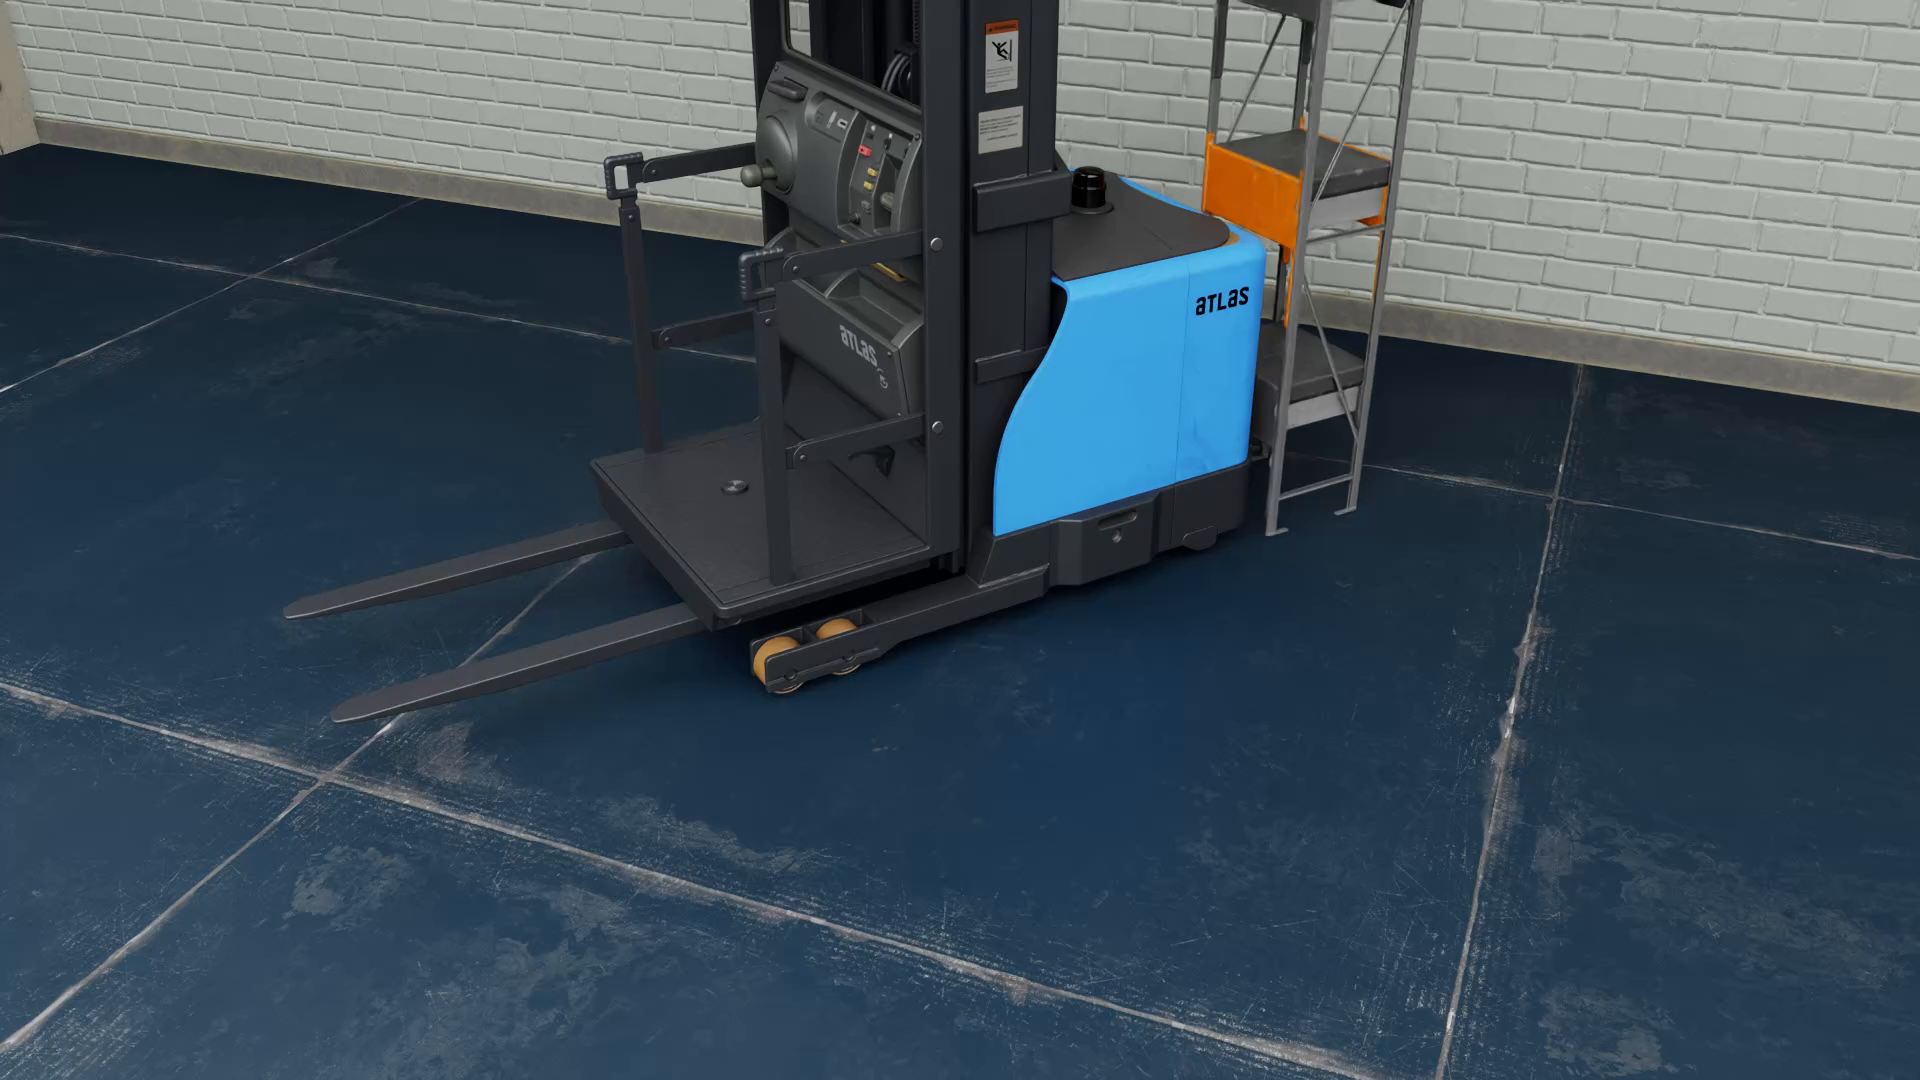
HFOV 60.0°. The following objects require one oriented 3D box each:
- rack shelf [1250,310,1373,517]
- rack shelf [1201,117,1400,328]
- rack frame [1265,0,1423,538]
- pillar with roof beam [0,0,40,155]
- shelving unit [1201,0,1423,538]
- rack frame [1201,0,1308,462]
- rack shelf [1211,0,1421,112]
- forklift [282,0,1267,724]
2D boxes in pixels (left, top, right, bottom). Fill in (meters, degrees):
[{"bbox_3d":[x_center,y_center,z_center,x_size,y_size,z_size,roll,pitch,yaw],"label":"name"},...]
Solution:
[{"bbox_3d":[1.114,-0.456,5.873,0.431,0.518,0.480,-16,33,-26],"label":"rack shelf"},{"bbox_3d":[1.114,-1.066,5.529,0.431,0.518,0.480,-16,33,-26],"label":"rack shelf"},{"bbox_3d":[1.236,-0.973,5.338,0.400,2.100,0.015,-16,33,-26],"label":"rack frame"},{"bbox_3d":[-7.355,-4.314,4.238,0.400,9.000,9.100,11,31,19],"label":"pillar with roof beam"},{"bbox_3d":[1.114,-1.077,5.522,0.431,2.100,0.503,-16,33,-26],"label":"shelving unit"},{"bbox_3d":[0.992,-1.181,5.706,0.400,2.100,0.015,-16,33,-26],"label":"rack frame"},{"bbox_3d":[1.114,-1.675,5.185,0.431,0.518,0.480,-16,33,-26],"label":"rack shelf"},{"bbox_3d":[-0.541,-1.117,4.747,3.031,2.935,1.130,-16,33,-27],"label":"forklift"}]
